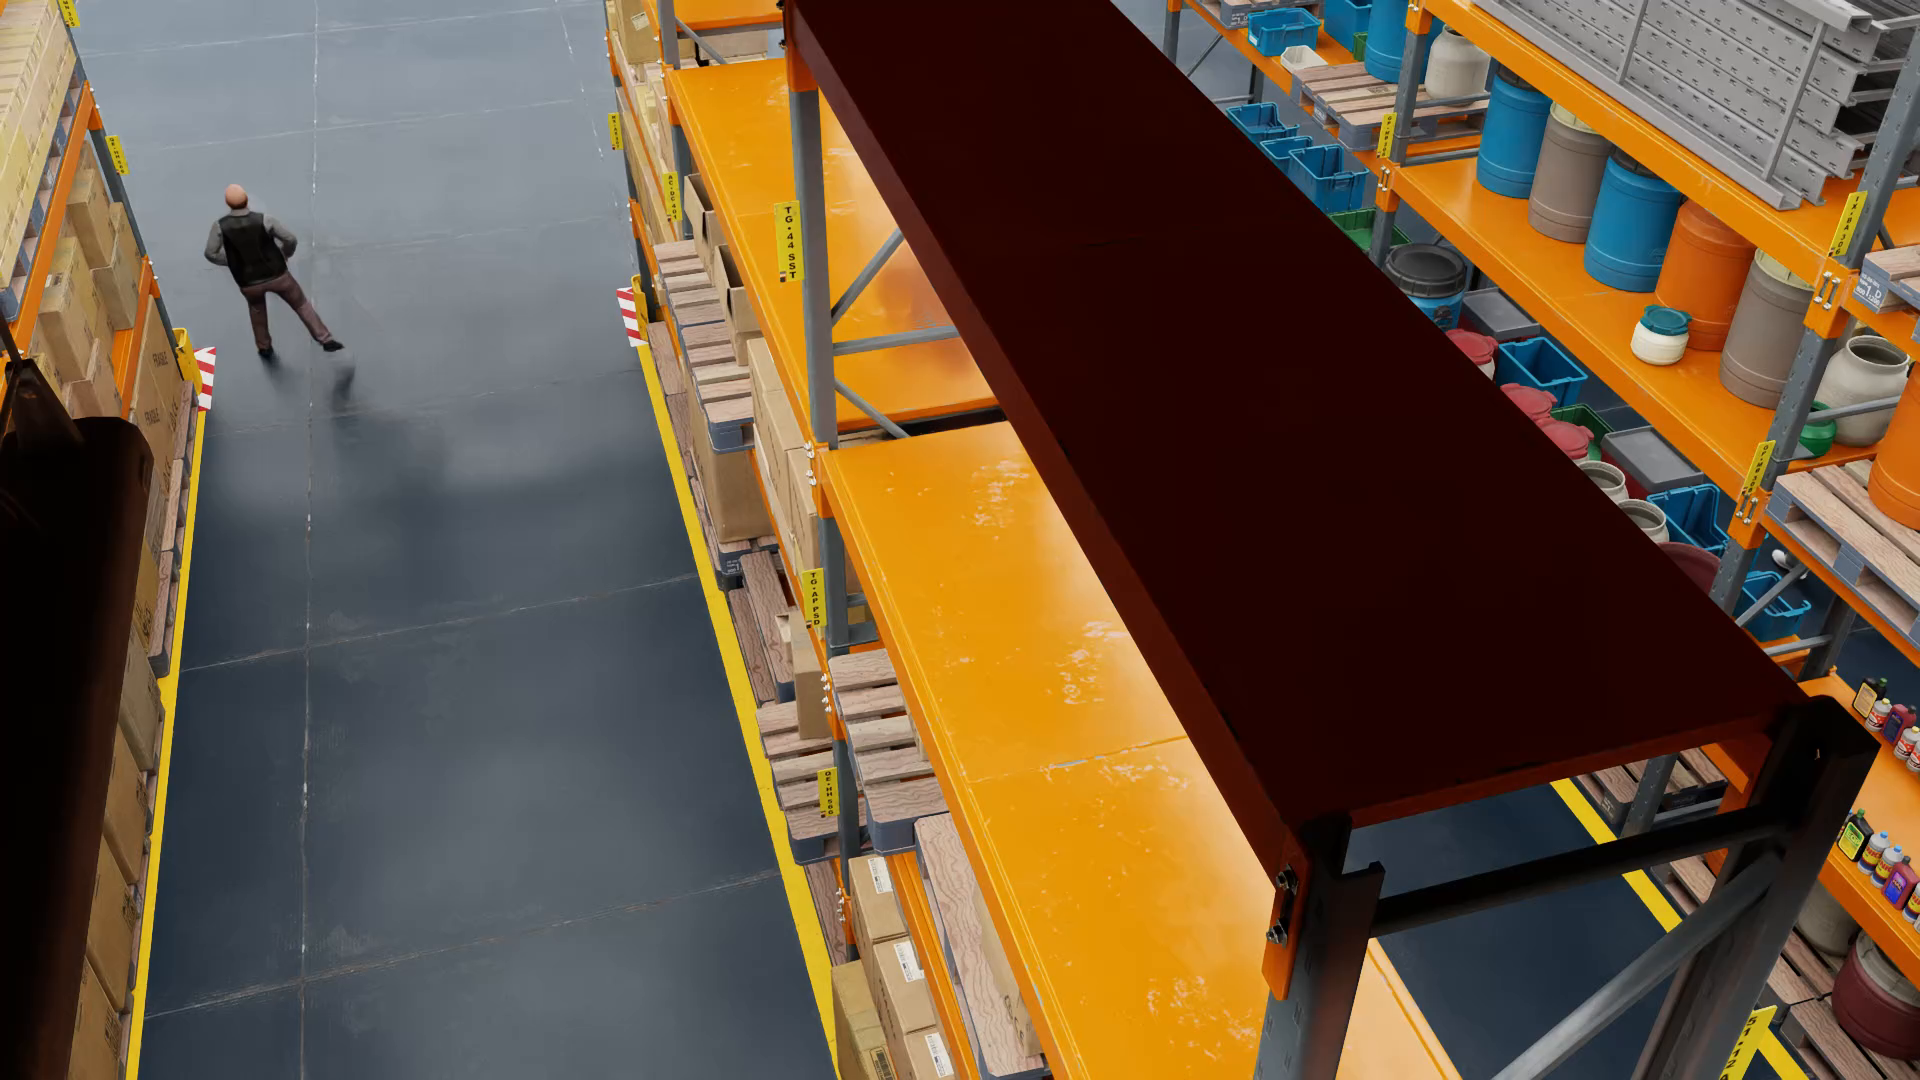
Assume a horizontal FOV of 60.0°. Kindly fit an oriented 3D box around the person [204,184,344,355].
[{"bbox_3d":[-5.946,-2.246,14.400,0.823,1.643,0.691,-16,41,-19],"label":"person"}]

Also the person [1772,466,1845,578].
[{"bbox_3d":[6.349,-0.305,11.897,0.573,1.628,0.758,-16,41,-19],"label":"person"}]
